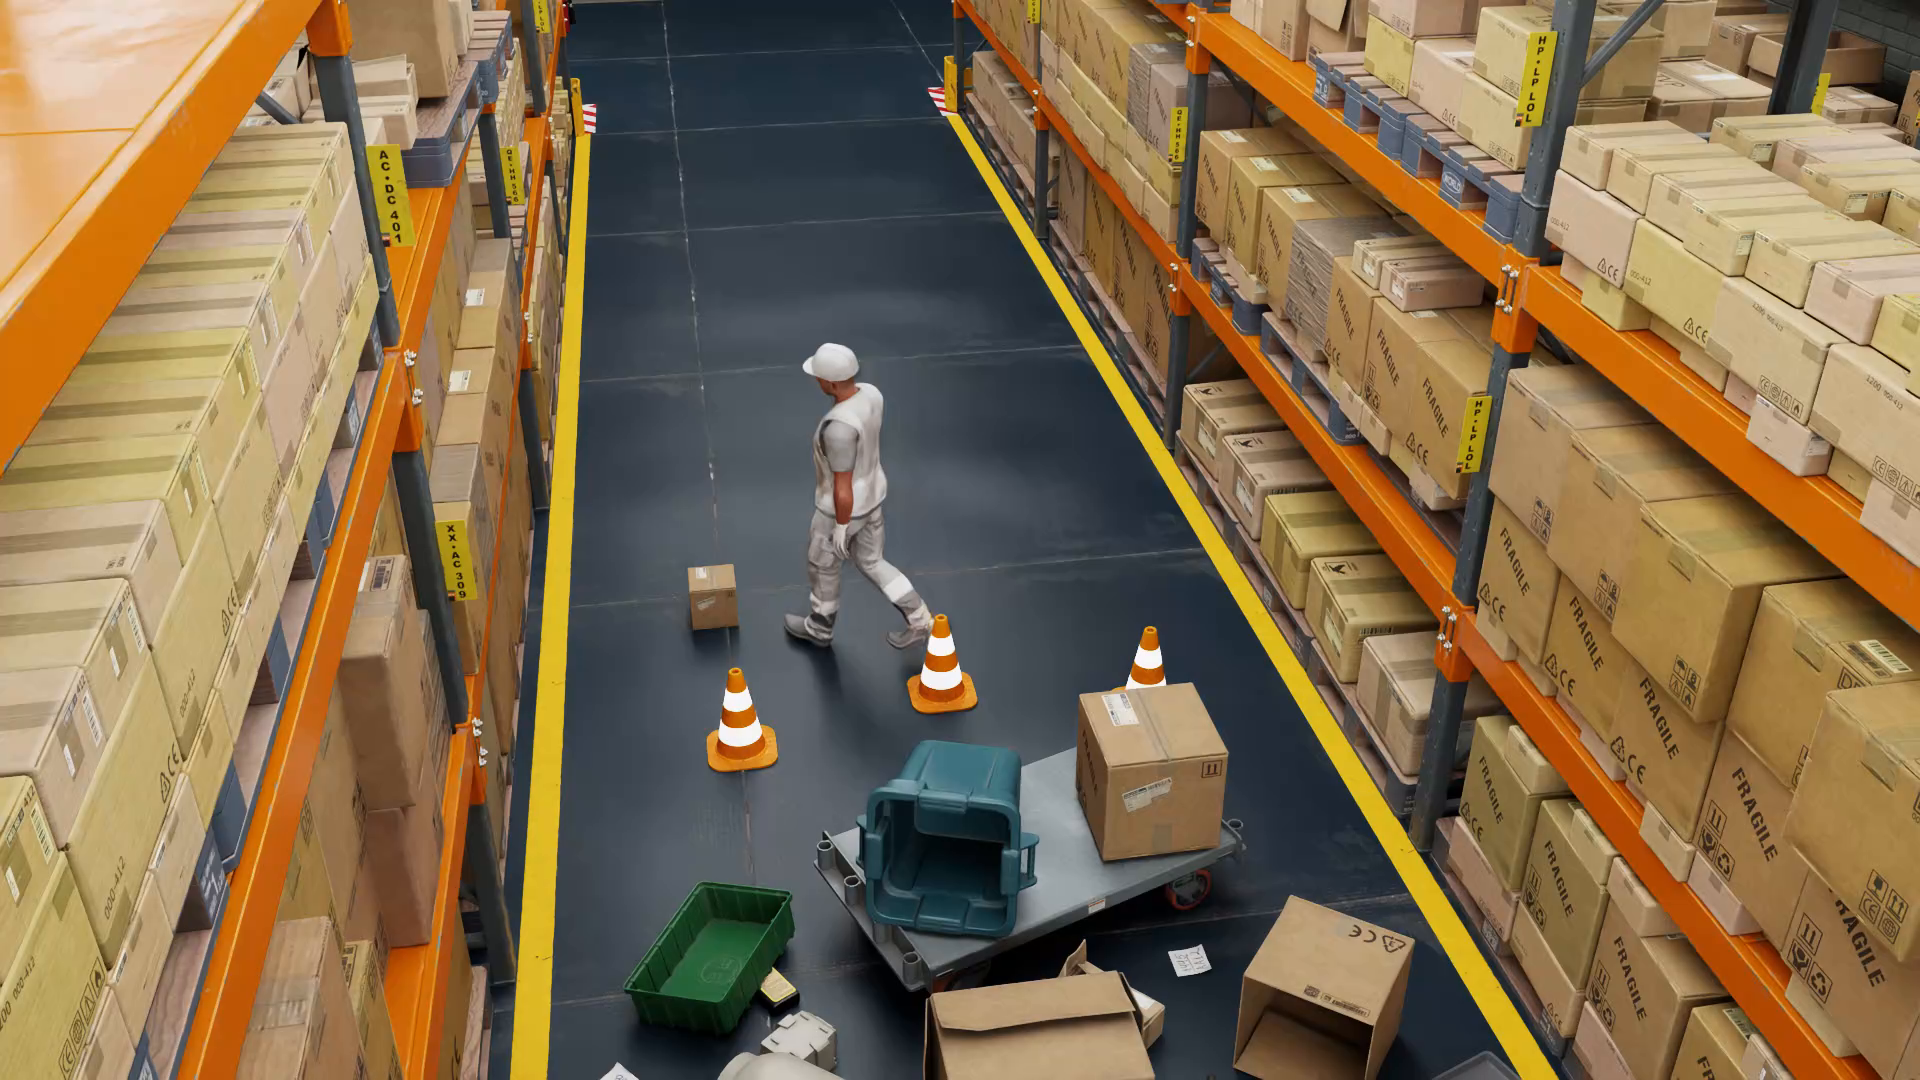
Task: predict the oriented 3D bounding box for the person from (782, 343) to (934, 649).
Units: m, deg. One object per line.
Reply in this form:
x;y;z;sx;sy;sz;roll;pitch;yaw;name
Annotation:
-0.538;-0.180;8.431;0.897;1.772;0.560;15;33;23;person
